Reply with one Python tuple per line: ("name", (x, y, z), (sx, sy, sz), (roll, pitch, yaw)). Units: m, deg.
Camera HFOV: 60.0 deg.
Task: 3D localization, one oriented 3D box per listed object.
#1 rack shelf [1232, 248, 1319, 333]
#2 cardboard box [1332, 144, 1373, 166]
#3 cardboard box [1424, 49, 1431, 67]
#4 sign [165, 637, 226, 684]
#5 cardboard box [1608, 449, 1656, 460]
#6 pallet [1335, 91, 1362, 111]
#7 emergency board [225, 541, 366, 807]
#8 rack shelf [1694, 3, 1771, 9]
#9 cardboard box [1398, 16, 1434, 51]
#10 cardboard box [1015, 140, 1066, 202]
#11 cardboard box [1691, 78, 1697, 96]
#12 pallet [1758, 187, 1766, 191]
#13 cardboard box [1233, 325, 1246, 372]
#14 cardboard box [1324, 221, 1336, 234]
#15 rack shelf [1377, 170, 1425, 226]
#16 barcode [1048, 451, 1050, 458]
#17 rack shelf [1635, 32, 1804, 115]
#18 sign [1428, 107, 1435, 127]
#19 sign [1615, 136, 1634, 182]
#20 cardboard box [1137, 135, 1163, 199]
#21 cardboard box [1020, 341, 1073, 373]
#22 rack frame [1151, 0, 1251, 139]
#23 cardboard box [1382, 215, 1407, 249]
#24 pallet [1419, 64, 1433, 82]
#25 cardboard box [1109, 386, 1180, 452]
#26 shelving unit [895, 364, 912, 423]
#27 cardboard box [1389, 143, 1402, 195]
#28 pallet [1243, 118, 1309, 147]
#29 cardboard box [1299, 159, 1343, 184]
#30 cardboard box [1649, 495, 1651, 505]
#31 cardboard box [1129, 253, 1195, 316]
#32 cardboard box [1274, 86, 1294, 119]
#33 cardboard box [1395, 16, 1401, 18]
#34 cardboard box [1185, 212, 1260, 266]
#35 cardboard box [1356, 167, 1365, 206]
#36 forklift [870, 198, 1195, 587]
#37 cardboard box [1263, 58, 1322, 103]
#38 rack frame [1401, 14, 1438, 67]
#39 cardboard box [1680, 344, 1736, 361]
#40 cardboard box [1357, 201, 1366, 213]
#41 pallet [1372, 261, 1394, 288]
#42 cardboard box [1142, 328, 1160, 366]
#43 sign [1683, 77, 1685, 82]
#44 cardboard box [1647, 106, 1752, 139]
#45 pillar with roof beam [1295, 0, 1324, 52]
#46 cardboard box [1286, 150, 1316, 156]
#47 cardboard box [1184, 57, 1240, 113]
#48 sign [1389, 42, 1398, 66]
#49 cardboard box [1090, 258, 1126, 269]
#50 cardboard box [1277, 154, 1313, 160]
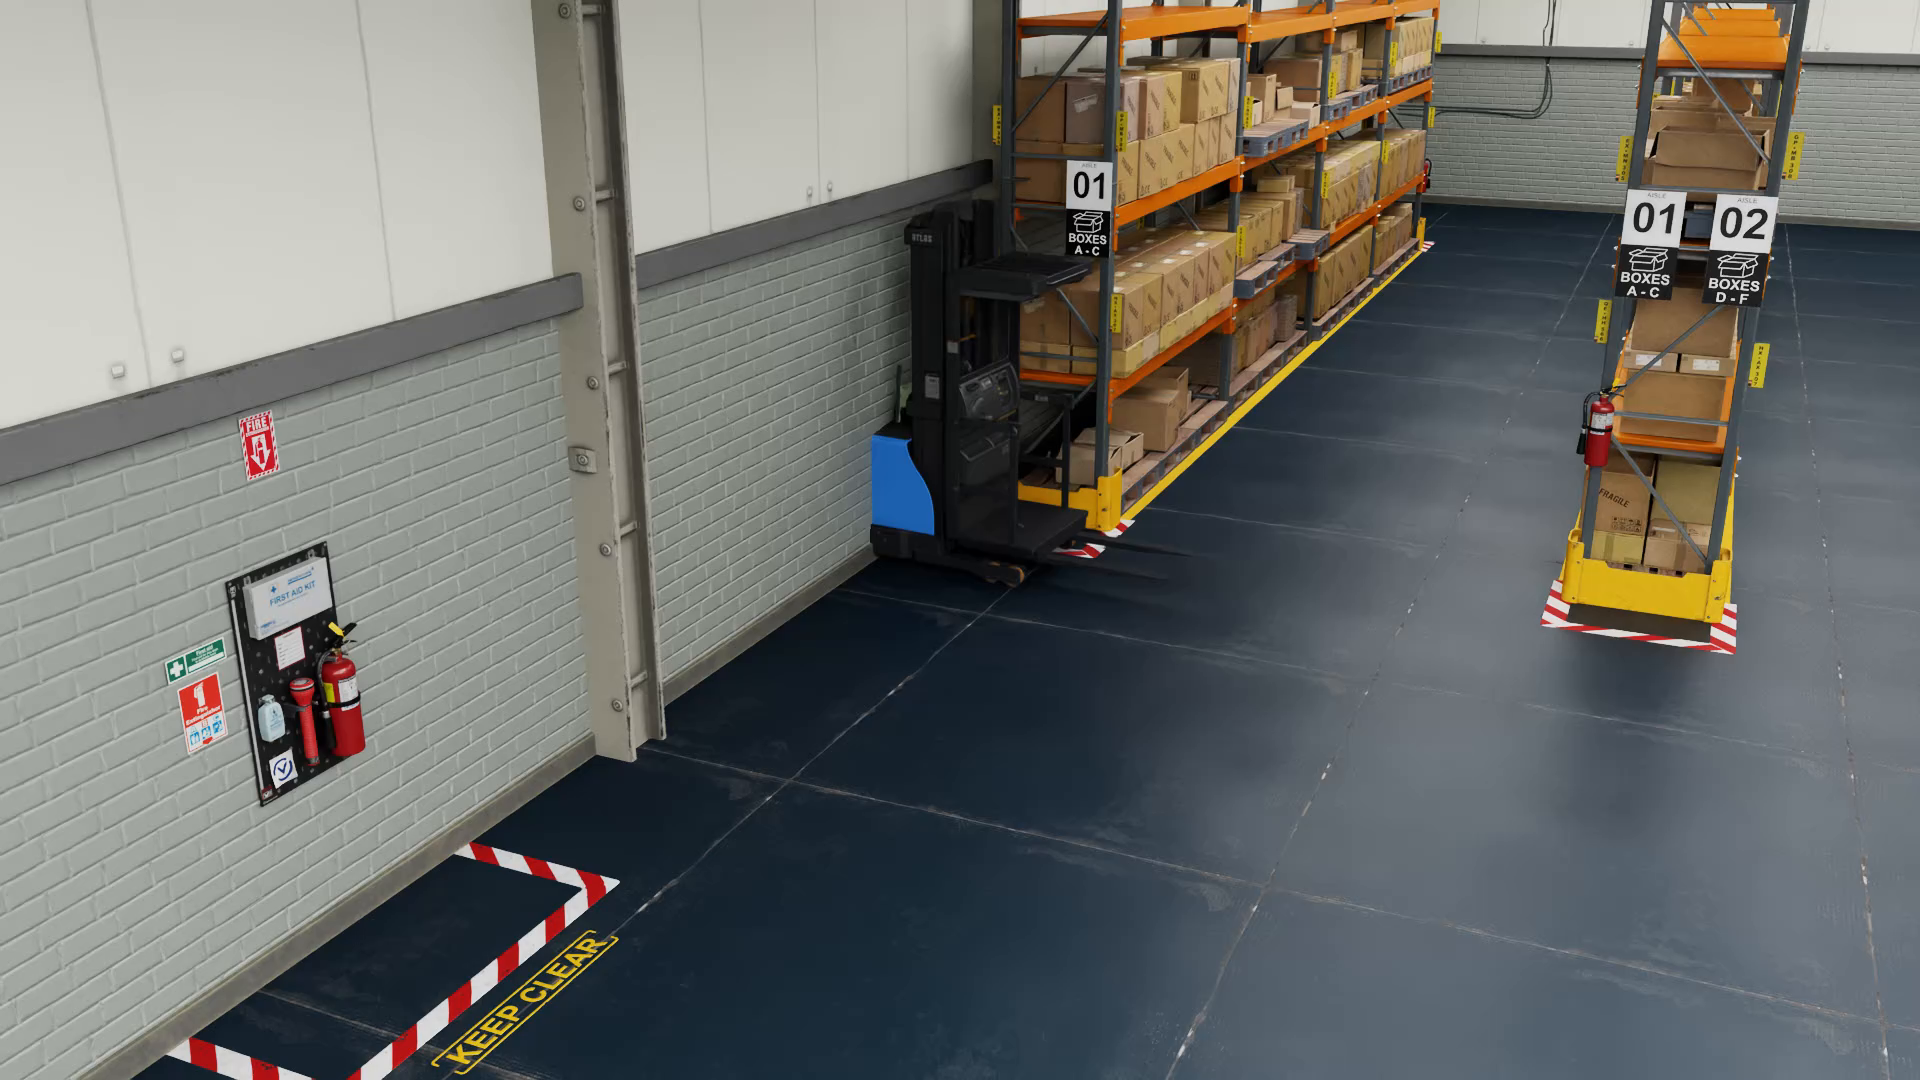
("rack shelf", (3.282, -3.086, 19.742), (1.077, 0.370, 4.000), (9, 21, 23))
("cardboard box", (5.563, -5.476, 23.647), (0.500, 0.250, 0.500), (9, 21, 24))
("cardboard box", (7.319, -7.809, 26.921), (0.500, 0.250, 0.500), (9, 22, 24))
("sign", (-3.492, 0.550, 7.603), (0.001, 0.109, 0.331), (9, 21, 23))
("cardboard box", (5.690, -0.680, 14.262), (0.500, 0.500, 0.500), (9, 21, 23))
("pallet", (4.772, -5.907, 22.406), (1.003, 0.211, 1.213), (10, 22, 25))
("emergency board", (-3.181, 0.661, 8.133), (0.194, 1.169, 0.643), (9, 21, 23))
("rack shelf", (11.079, -7.678, 23.706), (1.077, 0.370, 4.000), (9, 21, 23))
("cardboard box", (7.326, -8.161, 26.793), (0.500, 0.500, 0.500), (8, 21, 23))
("cardboard box", (0.765, -3.222, 14.398), (0.500, 0.500, 0.500), (10, 22, 27))
("cardboard box", (7.485, -4.389, 16.334), (0.500, 0.500, 0.500), (11, 22, 28))
("pallet", (6.157, -2.870, 13.718), (1.003, 0.211, 1.213), (9, 21, 23))
("cardboard box", (2.915, -2.235, 19.350), (0.700, 0.500, 0.500), (8, 21, 22))
("cardboard box", (4.744, -4.141, 21.982), (0.380, 0.149, 0.250), (9, 22, 24))
("rack shelf", (6.558, -5.531, 26.619), (1.077, 0.370, 4.000), (9, 21, 23))
("barcode", (0.833, -0.795, 15.569), (0.001, 0.075, 0.075), (9, 21, 23))
("rack shelf", (6.165, -3.822, 13.457), (1.077, 0.370, 4.000), (9, 21, 23))
("sign", (7.866, -7.060, 27.762), (0.100, 0.325, 0.005), (9, 21, 23))
("sign", (4.857, -2.784, 12.140), (0.100, 0.325, 0.005), (9, 21, 23))
("cardboard box", (1.443, -3.287, 14.580), (0.500, 0.500, 0.500), (10, 22, 26))
("cardboard box", (0.840, -1.699, 14.962), (0.500, 0.250, 0.500), (9, 21, 23))
("rack frame", (2.463, -5.640, 16.897), (1.000, 3.000, 0.127), (9, 21, 23))
("cardboard box", (6.977, -5.121, 27.495), (0.700, 0.500, 0.500), (8, 21, 23))
("pallet", (7.083, -7.625, 27.088), (1.003, 0.211, 1.213), (9, 21, 23))
("cardboard box", (1.770, -1.211, 16.471), (0.700, 0.500, 0.500), (7, 21, 19))
("shelving unit", (-0.326, -0.805, 14.354), (0.755, 1.500, 0.431), (-6, 16, -32))
("cardboard box", (6.280, -5.786, 25.814), (0.980, 0.700, 0.700), (8, 21, 21))
("pallet", (3.235, -4.629, 18.813), (1.213, 0.211, 1.003), (9, 21, 23))
("cardboard box", (4.742, -4.854, 21.898), (0.500, 0.250, 0.500), (8, 21, 22))
("cardboard box", (5.693, -0.326, 14.386), (0.500, 0.250, 0.500), (9, 21, 23))
("cardboard box", (1.924, -2.453, 15.966), (0.500, 0.500, 0.500), (9, 22, 24))
("cardboard box", (3.486, -5.124, 19.739), (0.797, 0.503, 0.637), (12, 23, 30))
("cardboard box", (6.858, -8.232, 26.993), (0.500, 0.500, 0.500), (8, 21, 21))
("cardboard box", (2.938, -3.388, 18.714), (0.700, 0.500, 0.500), (11, 22, 28))
("cardboard box", (5.367, -4.970, 23.344), (0.500, 0.500, 0.500), (9, 21, 23))
("forklift", (0.424, -1.207, 13.489), (3.031, 2.935, 1.130), (10, 22, 27))
("cardboard box", (4.244, -5.857, 21.179), (0.700, 0.500, 0.500), (7, 21, 18))
("rack frame", (7.377, -9.308, 27.212), (1.000, 3.000, 0.127), (9, 21, 23))
("cardboard box", (5.809, -1.436, 12.913), (0.380, 0.149, 0.250), (8, 21, 21))
("cardboard box", (5.575, -4.765, 23.737), (0.380, 0.149, 0.250), (9, 21, 23))
("pallet", (6.122, -4.167, 25.870), (1.003, 0.211, 1.213), (9, 21, 23))
("cardboard box", (1.514, -1.795, 15.235), (0.500, 0.250, 0.500), (8, 21, 21))
("sign", (9.762, -6.309, 22.484), (0.100, 0.325, 0.005), (9, 21, 23))
("cardboard box", (6.195, -3.374, 14.014), (0.797, 0.503, 0.637), (11, 22, 29))
("pillar with roof beam", (9.164, -7.827, 23.048), (9.100, 9.000, 0.400), (9, 21, 23))
("cardboard box", (4.687, -5.230, 22.956), (0.500, 0.250, 0.500), (8, 21, 21))
("cardboard box", (2.505, -4.564, 16.677), (0.500, 0.500, 0.500), (7, 21, 18))
("sign", (6.238, -6.992, 23.936), (0.100, 0.325, 0.005), (9, 21, 23))
("cardboard box", (1.247, -2.367, 15.722), (0.500, 0.500, 0.500), (8, 21, 21))
("cardboard box", (4.479, -5.074, 22.518), (0.500, 0.250, 0.500), (8, 21, 21))
